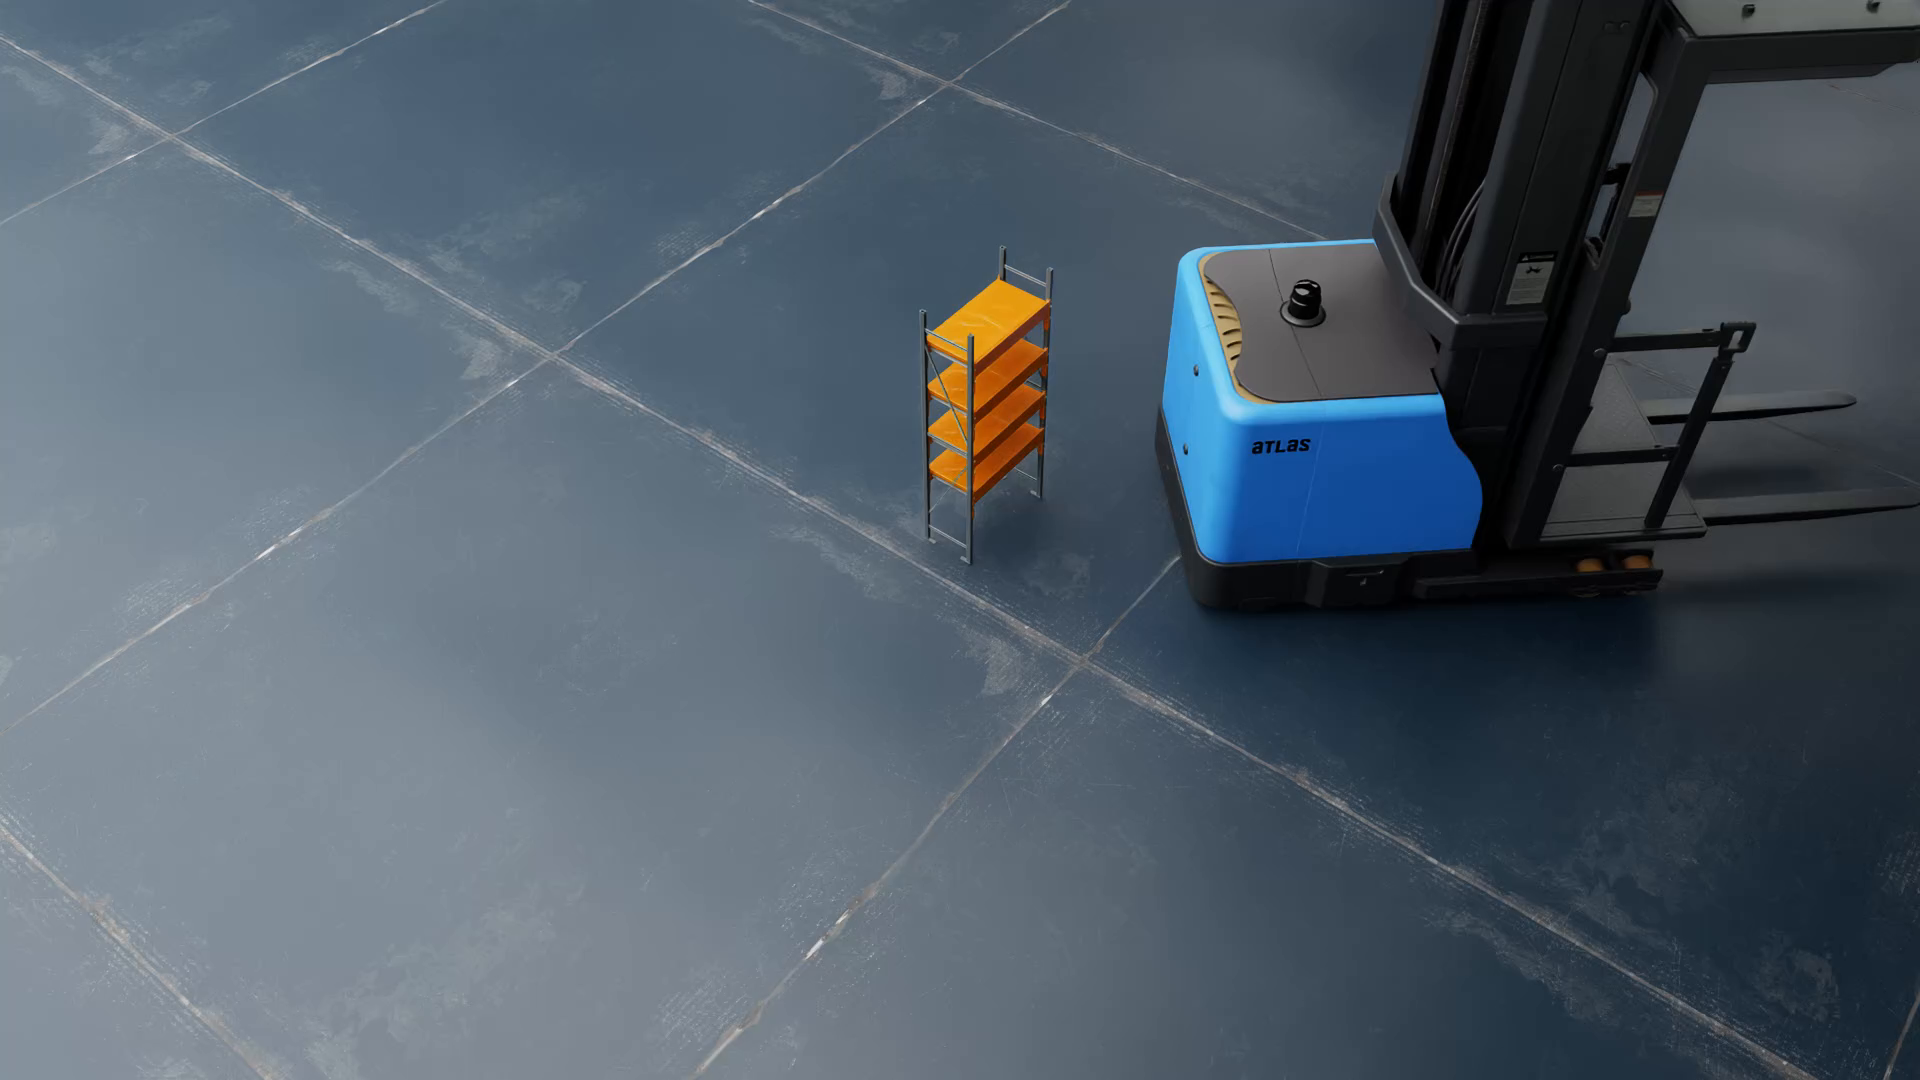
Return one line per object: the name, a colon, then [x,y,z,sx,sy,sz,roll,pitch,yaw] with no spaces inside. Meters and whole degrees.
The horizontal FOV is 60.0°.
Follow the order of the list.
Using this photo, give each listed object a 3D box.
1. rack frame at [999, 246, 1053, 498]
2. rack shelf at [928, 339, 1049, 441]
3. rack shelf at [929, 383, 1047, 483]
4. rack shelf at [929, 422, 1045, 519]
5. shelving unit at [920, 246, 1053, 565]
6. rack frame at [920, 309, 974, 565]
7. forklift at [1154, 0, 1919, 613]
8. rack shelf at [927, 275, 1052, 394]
rack frame: [0.250,-0.649,6.705,0.240,1.200,0.015,29,53,25]
rack shelf: [0.101,-0.617,6.458,0.258,0.148,0.480,29,53,25]
rack shelf: [0.101,-0.463,6.620,0.258,0.148,0.480,29,53,25]
rack shelf: [0.101,-0.326,6.764,0.258,0.148,0.480,29,53,25]
shelving unit: [0.101,-0.509,6.571,0.258,1.200,0.503,29,53,25]
rack frame: [-0.048,-0.370,6.438,0.240,1.200,0.015,29,53,25]
forklift: [2.388,-1.161,5.997,3.031,2.935,1.130,-4,46,-3]
rack shelf: [0.101,-0.781,6.287,0.258,0.148,0.480,29,53,25]
